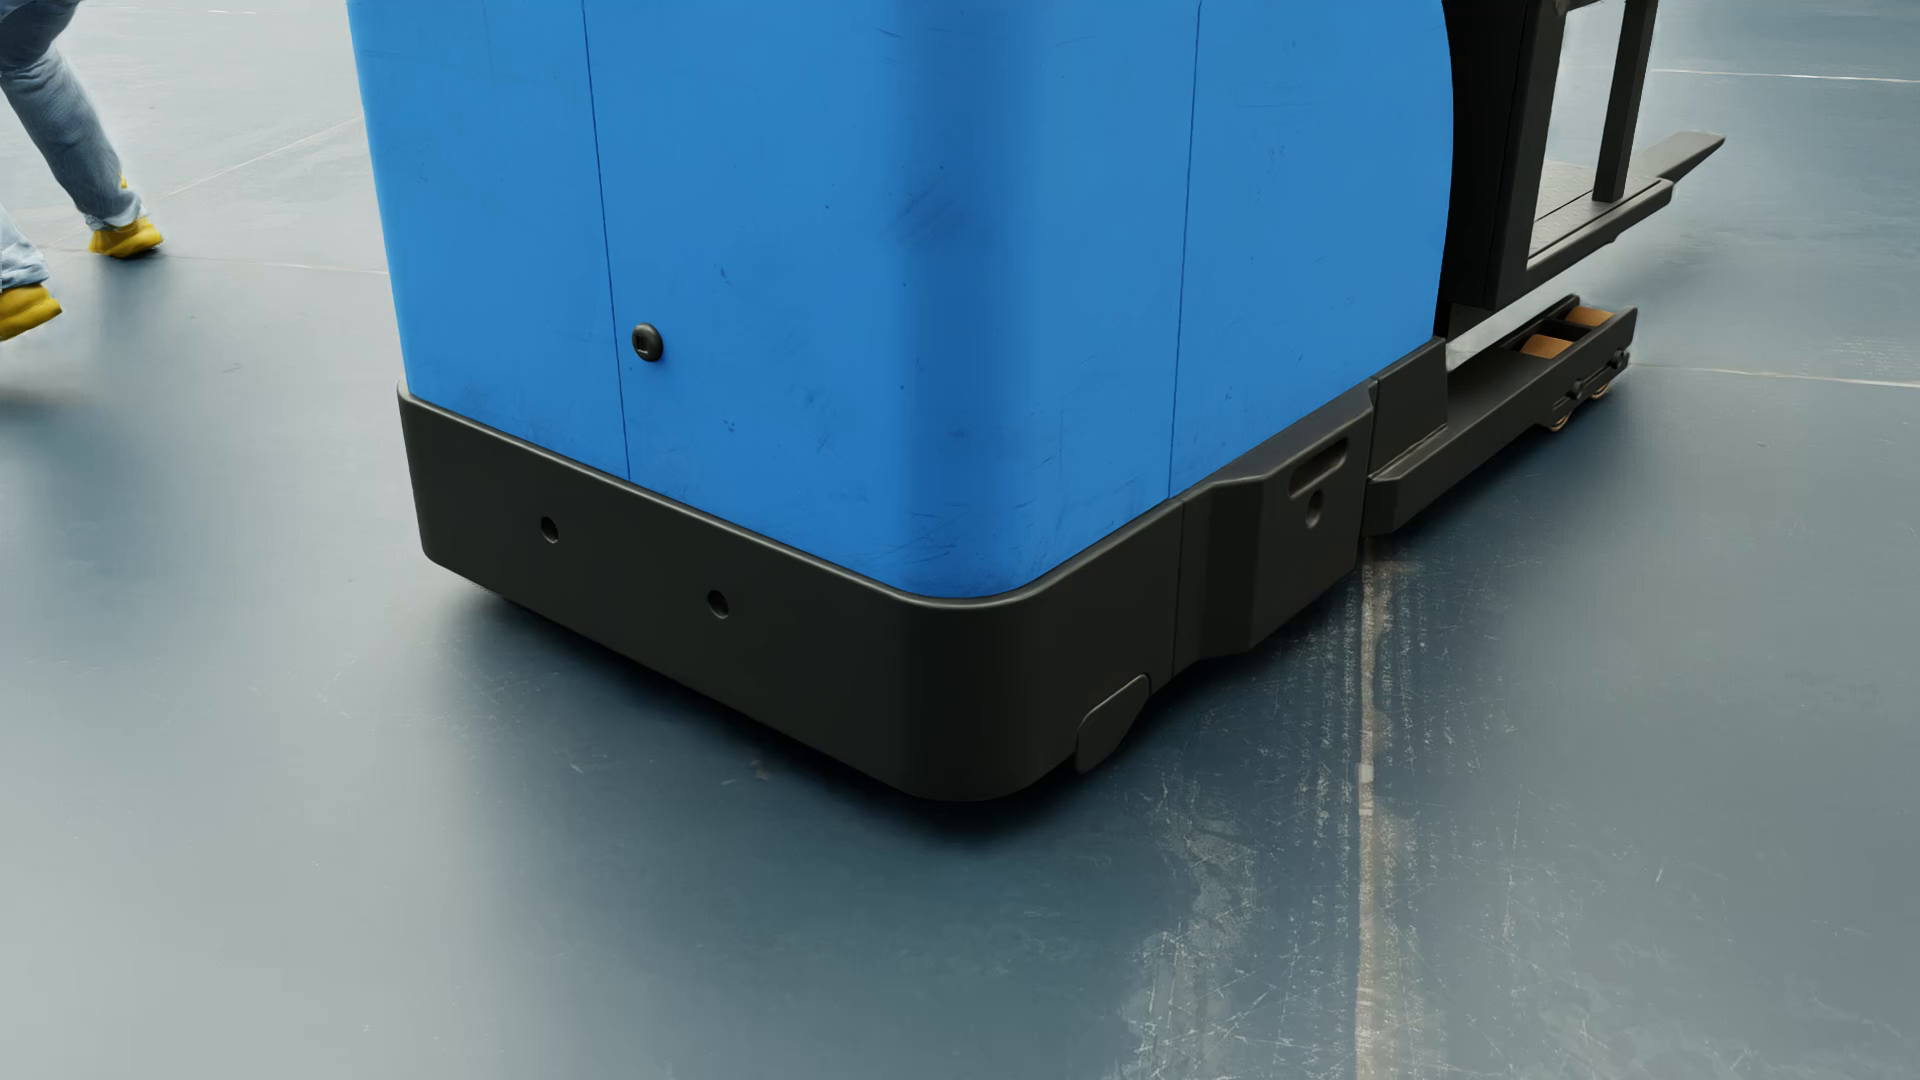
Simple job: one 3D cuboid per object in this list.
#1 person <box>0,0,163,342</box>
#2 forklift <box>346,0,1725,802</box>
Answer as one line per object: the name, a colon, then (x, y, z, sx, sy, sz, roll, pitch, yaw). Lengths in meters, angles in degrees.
person: (-1.829, -1.190, 3.173, 0.551, 1.686, 1.223, 2, 27, 4)
forklift: (0.565, -1.621, 2.459, 1.130, 2.935, 3.031, 20, 33, 34)
